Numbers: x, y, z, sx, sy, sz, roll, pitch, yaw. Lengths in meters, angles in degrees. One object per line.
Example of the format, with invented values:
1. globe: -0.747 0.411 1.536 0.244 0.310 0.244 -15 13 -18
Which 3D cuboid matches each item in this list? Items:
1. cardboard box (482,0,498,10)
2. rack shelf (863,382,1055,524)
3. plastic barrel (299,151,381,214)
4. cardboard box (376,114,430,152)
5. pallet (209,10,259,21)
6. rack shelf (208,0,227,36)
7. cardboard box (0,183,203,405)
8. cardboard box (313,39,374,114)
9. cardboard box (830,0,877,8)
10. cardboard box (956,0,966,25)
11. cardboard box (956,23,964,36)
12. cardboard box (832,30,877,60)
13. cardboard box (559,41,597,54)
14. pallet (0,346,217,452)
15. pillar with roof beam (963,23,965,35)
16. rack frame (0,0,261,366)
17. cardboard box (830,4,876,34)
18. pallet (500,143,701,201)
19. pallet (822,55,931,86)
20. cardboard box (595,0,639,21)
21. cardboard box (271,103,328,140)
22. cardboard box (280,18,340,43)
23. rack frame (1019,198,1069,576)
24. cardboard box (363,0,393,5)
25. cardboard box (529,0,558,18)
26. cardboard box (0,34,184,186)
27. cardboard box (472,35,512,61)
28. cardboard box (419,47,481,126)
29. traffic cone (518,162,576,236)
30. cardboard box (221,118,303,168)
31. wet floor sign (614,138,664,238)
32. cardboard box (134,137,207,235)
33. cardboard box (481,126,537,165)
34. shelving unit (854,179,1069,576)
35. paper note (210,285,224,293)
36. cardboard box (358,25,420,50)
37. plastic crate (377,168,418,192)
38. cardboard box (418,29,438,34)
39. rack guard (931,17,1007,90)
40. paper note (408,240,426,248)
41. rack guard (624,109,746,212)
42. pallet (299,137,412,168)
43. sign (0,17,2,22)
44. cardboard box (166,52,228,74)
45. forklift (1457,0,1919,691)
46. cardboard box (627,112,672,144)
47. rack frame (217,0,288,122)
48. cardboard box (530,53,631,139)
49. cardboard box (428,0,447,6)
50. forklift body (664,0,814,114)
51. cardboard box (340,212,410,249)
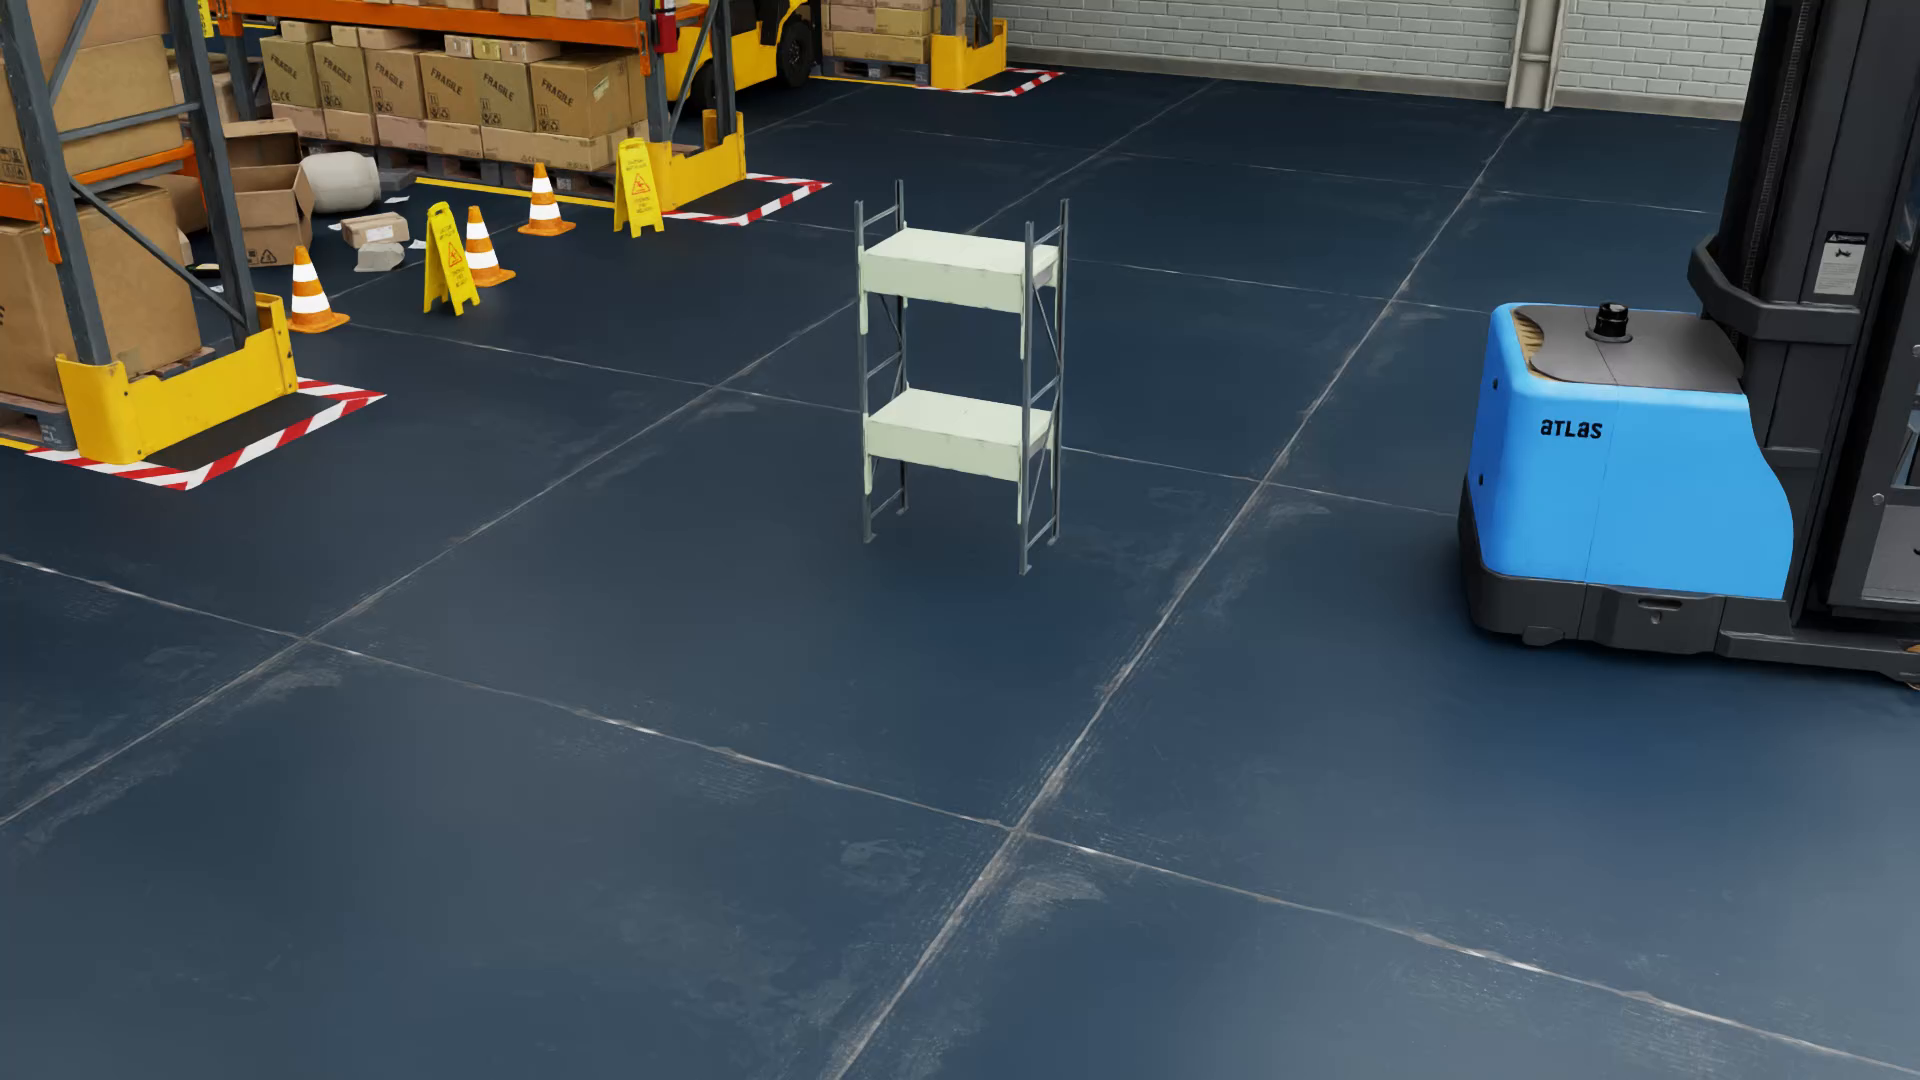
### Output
1. cardboard box: -3.330 -4.039 12.343 0.250 0.149 0.380 12 29 23
2. rack shelf: 0.006 -0.379 7.060 0.720 0.370 0.431 11 28 22
3. plastic barrel: -4.485 -2.587 12.026 0.512 0.421 0.421 -12 29 -23
4. cardboard box: -4.219 -3.255 13.103 0.500 0.250 0.500 11 28 21
5. pallet: -8.980 -6.558 20.331 1.213 0.211 1.003 11 28 22
6. rack shelf: -7.440 -4.748 14.313 4.000 0.370 1.077 11 28 22
7. cardboard box: -4.580 -1.298 8.420 0.875 0.875 0.875 12 28 22
8. cardboard box: -4.702 -3.687 13.132 0.500 0.500 0.500 13 29 24
9. cardboard box: -0.942 -5.424 16.376 0.500 0.250 0.500 12 29 23
10. cardboard box: -0.269 -5.319 16.730 0.500 0.250 0.500 12 29 23
11. cardboard box: -0.293 -5.094 16.838 0.500 0.250 0.500 11 28 22
12. cardboard box: -0.934 -4.979 16.605 0.500 0.250 0.500 11 28 22
13. cardboard box: -3.098 -3.622 12.999 0.500 0.500 0.500 10 28 20
14. pallet: -4.695 -0.829 8.695 1.213 0.211 1.003 11 28 22
15. pillar with roof beam: -1.970 -7.421 12.135 0.400 9.000 9.100 11 28 22
16. rack frame: -3.935 -1.965 7.846 0.127 3.000 1.000 11 28 22
17. cardboard box: -0.951 -5.209 16.506 0.500 0.250 0.500 11 28 21
18. pallet: -2.772 -2.900 12.901 1.213 0.211 1.003 11 28 22
19. pallet: -0.640 -4.843 16.847 1.213 0.211 1.003 11 28 22
20. cardboard box: -2.407 -3.844 11.946 0.250 0.149 0.380 12 29 24
21. cardboard box: -5.194 -3.444 13.487 0.500 0.250 0.500 10 28 19
22. cardboard box: -5.105 -4.024 13.082 0.250 0.149 0.380 12 29 23
23. rack frame: 0.339 -0.605 6.780 0.023 1.500 0.400 11 28 22
24. cardboard box: -4.305 -4.169 12.605 0.250 0.149 0.380 12 28 22
25. cardboard box: -2.908 -3.901 12.062 0.250 0.149 0.380 11 28 21
26. cardboard box: -4.292 -2.082 7.914 0.550 0.550 0.875 11 28 22
27. cardboard box: -3.405 -3.685 12.394 0.250 0.149 0.380 12 29 23
28. cardboard box: -3.748 -3.496 12.744 0.500 0.500 0.500 11 28 21
29. traffic cone: -2.904 -2.396 11.593 0.334 0.463 0.336 11 28 22
30. cardboard box: -5.207 -2.842 12.454 0.500 0.500 0.500 -12 29 -23
31. wet floor sign: -2.248 -2.453 11.502 0.232 0.644 0.267 23 35 39
32. cardboard box: -5.480 -2.386 11.373 0.503 0.637 0.797 11 28 22
33. cardboard box: -3.294 -3.066 12.720 0.500 0.250 0.500 11 28 22
34. shelving unit: 0.006 -0.672 6.916 0.755 1.500 0.431 11 28 22
35. paper note: -4.622 -1.594 10.456 0.142 0.017 0.144 23 35 39
36. cardboard box: -4.390 -3.883 12.795 0.250 0.149 0.380 13 29 25
37. plastic crate: -4.530 -2.779 12.804 0.583 0.080 0.402 2 26 4
38. cardboard box: -4.506 -3.904 13.573 0.500 0.500 0.500 12 29 23
39. rack guard: 0.095 -4.845 16.524 0.348 0.500 1.175 11 28 22
40. paper note: -3.663 -2.015 11.307 0.142 0.019 0.148 2 26 4
41. rack guard: -2.047 -2.867 12.506 0.348 0.500 1.175 11 28 22
42. pallet: -4.993 -3.346 13.807 1.213 0.211 1.003 11 28 22
43. sign: -4.172 -2.375 7.100 0.005 0.325 0.100 11 28 22
44. cardboard box: -6.754 -3.940 14.356 0.625 0.372 0.950 13 29 25
45. forklift: 3.559 -0.999 5.961 3.031 2.935 1.130 5 27 10
46. cardboard box: -2.598 -3.188 12.966 0.500 0.250 0.500 11 28 21
47. rack frame: -5.619 -4.706 13.412 0.127 3.000 1.000 11 28 22
48. cardboard box: -2.815 -3.307 12.360 0.500 0.500 0.500 12 28 22
49. cardboard box: -3.791 -4.131 12.529 0.250 0.149 0.380 11 28 22
50. forklift body: -2.408 -5.203 15.383 1.214 2.155 2.313 11 28 22
51. cardboard box: -4.007 -2.122 11.393 0.380 0.149 0.250 -18 31 -31
